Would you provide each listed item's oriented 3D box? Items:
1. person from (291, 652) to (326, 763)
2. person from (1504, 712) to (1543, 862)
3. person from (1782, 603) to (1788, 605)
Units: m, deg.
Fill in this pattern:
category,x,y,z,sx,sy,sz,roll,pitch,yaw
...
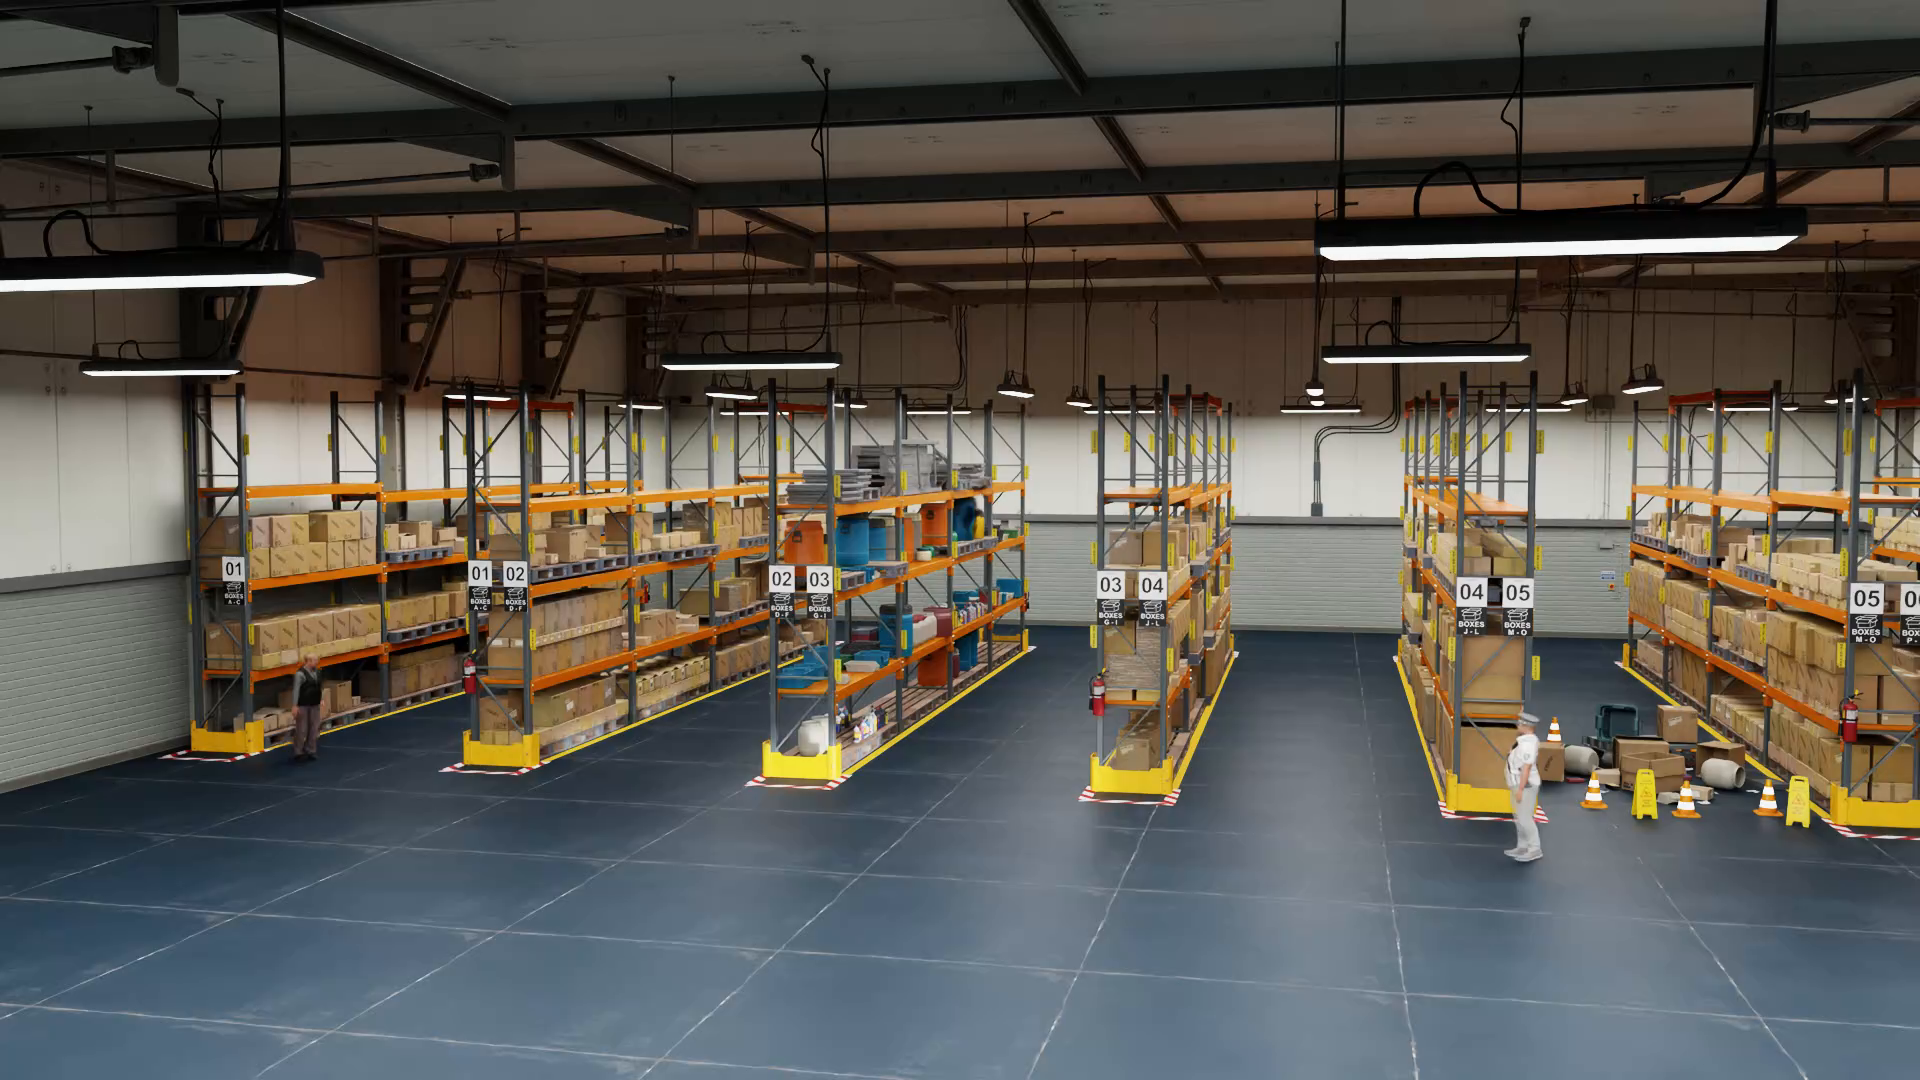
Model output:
category,x,y,z,sx,sy,sz,roll,pitch,yaw
person,-10.348,2.638,26.344,0.413,1.727,0.584,1,4,23
person,6.792,2.972,20.118,0.442,1.781,0.603,0,3,2
person,17.209,2.129,34.707,0.399,1.802,0.602,-1,3,-10
